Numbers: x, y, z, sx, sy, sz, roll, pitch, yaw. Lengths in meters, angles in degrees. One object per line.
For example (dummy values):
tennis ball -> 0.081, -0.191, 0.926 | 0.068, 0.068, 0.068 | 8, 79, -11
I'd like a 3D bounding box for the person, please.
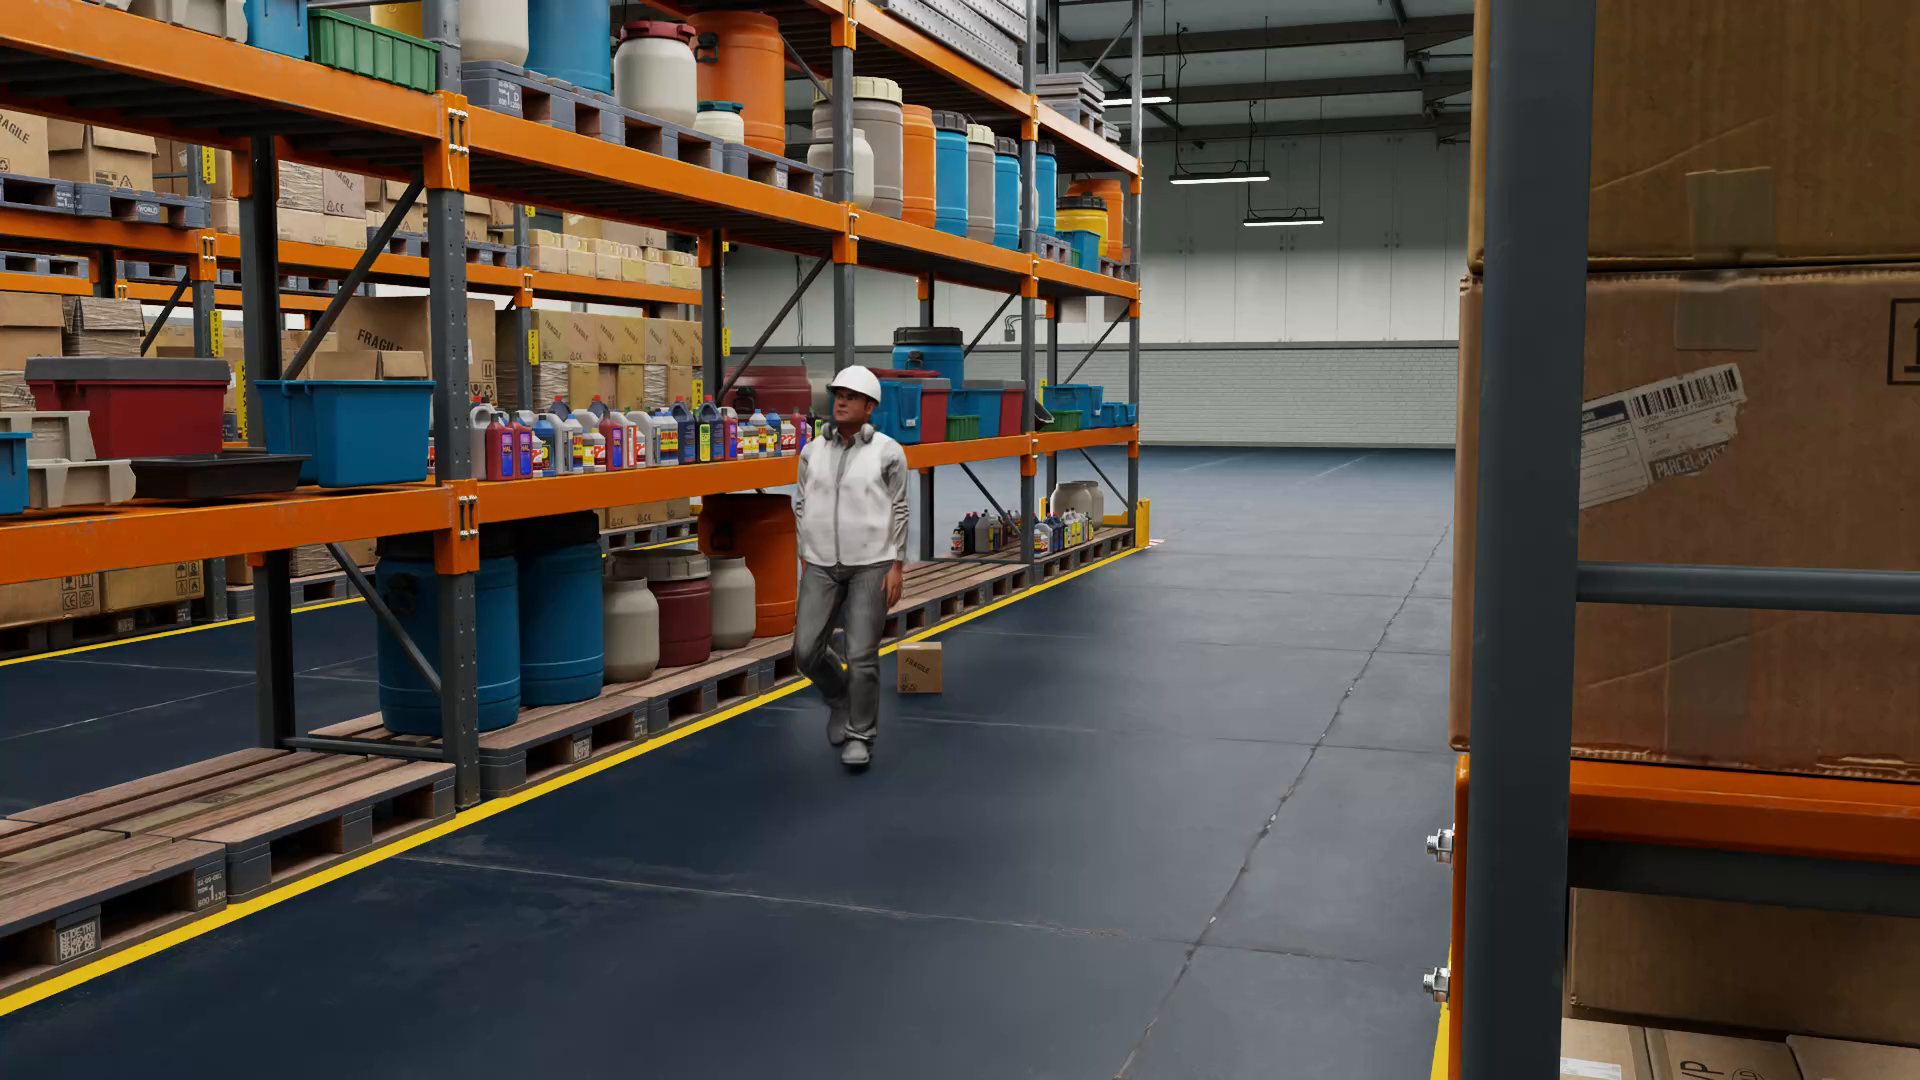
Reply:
person -> -0.491, 0.104, 7.455 | 0.537, 1.759, 0.516 | 1, 5, 14
